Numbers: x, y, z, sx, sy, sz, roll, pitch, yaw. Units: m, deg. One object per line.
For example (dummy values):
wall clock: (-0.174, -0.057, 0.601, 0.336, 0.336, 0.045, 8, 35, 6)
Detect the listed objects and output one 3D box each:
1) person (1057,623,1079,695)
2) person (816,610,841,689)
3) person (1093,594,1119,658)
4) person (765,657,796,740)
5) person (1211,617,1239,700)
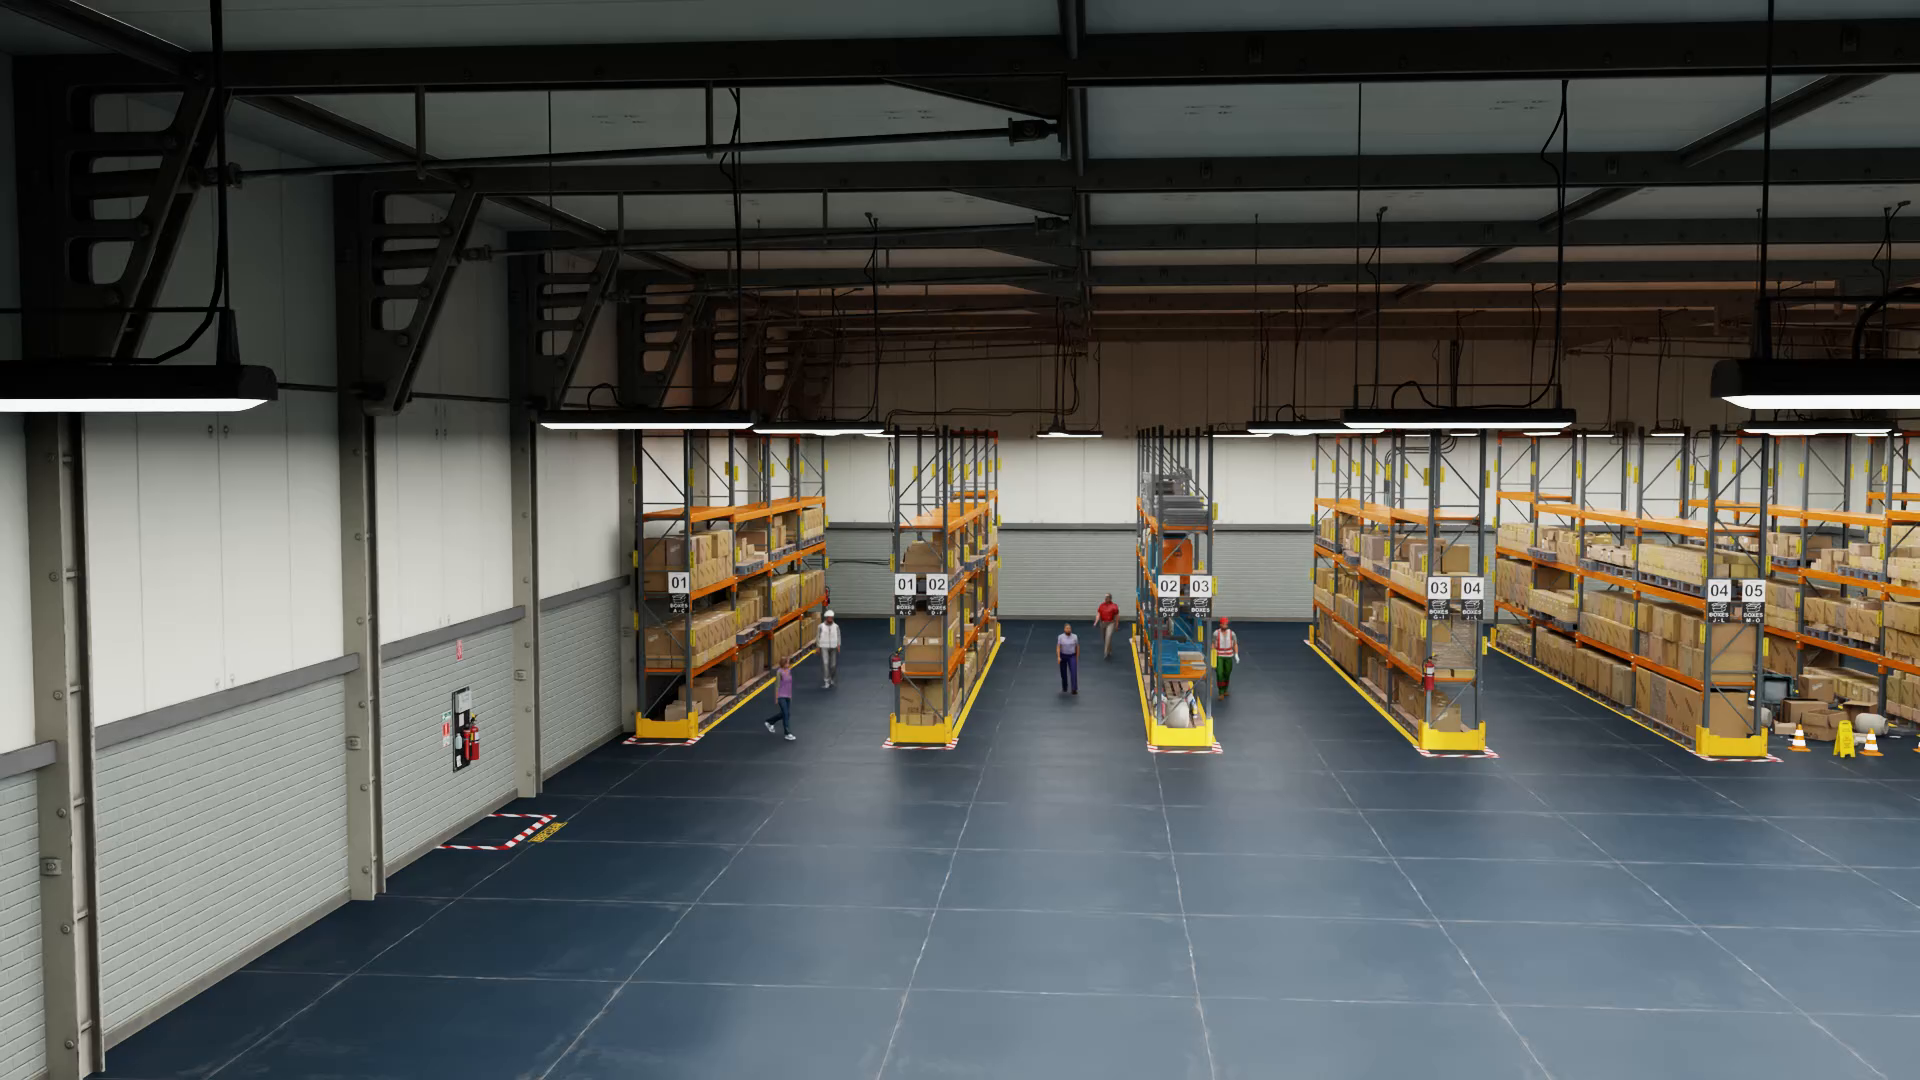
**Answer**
person: (2.427, 2.665, 37.342, 0.518, 1.588, 1.041, 1, 3, 11)
person: (-3.016, 2.538, 38.658, 0.570, 1.775, 0.768, -1, 4, -18)
person: (3.860, 2.241, 43.700, 0.579, 1.669, 1.061, 2, 4, 27)
person: (-3.425, 3.012, 31.931, 0.812, 1.562, 0.447, 2, 4, 28)
person: (5.865, 2.620, 36.889, 0.625, 1.816, 0.606, 0, 3, -1)
